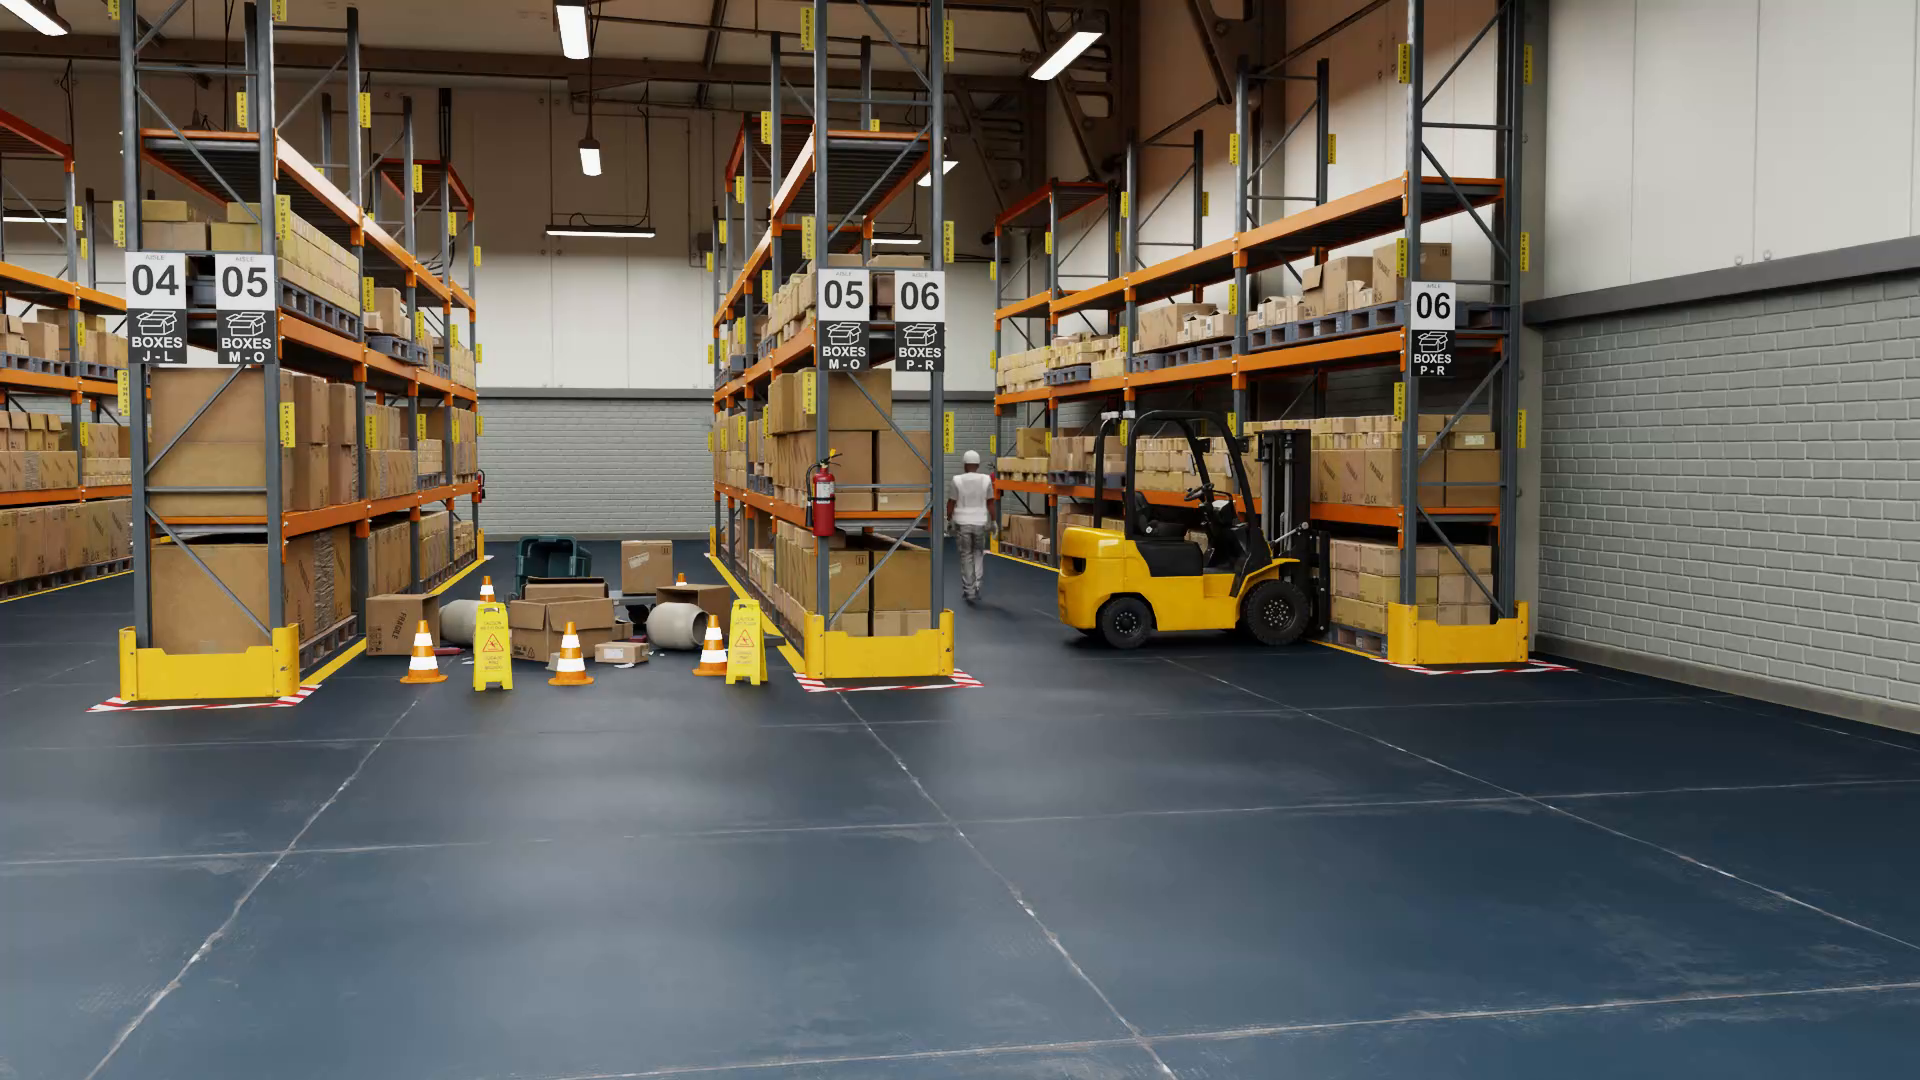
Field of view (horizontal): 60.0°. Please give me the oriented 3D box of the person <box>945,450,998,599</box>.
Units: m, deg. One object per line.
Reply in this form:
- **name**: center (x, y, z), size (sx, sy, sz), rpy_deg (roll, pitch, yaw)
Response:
- **person**: center (0.126, -0.154, 19.965), size (0.604, 1.843, 0.474), rpy_deg (-1, 3, -16)
